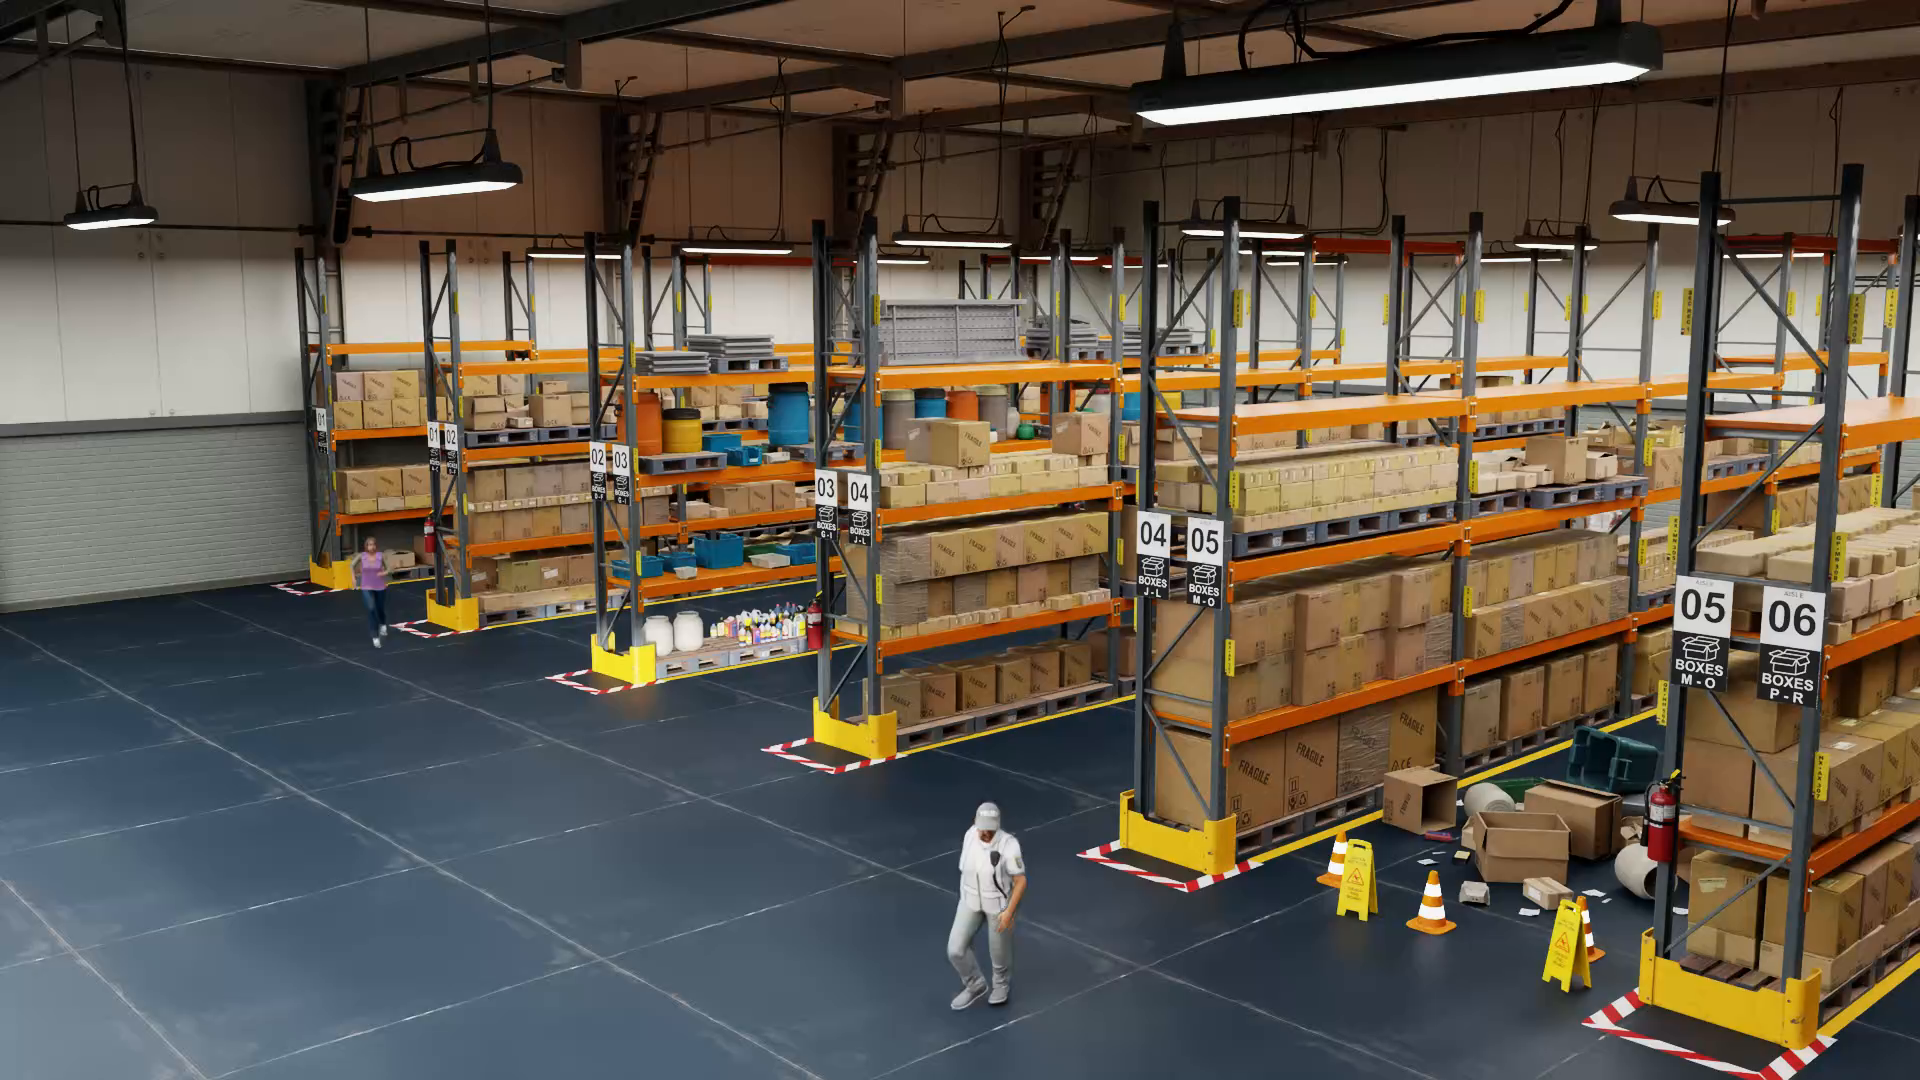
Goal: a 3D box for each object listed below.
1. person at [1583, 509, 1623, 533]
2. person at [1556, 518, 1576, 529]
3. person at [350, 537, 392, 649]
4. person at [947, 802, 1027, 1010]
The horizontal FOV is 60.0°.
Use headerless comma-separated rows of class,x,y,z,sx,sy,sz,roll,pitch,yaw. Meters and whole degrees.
person,11.748,-0.154,30.433,0.720,1.763,0.637,2,9,14
person,11.058,-0.165,30.827,0.562,1.620,0.950,-4,9,-24
person,-8.756,0.750,24.780,0.583,1.621,0.852,-3,9,-21
person,0.237,2.625,11.978,0.568,1.603,0.733,3,9,20
